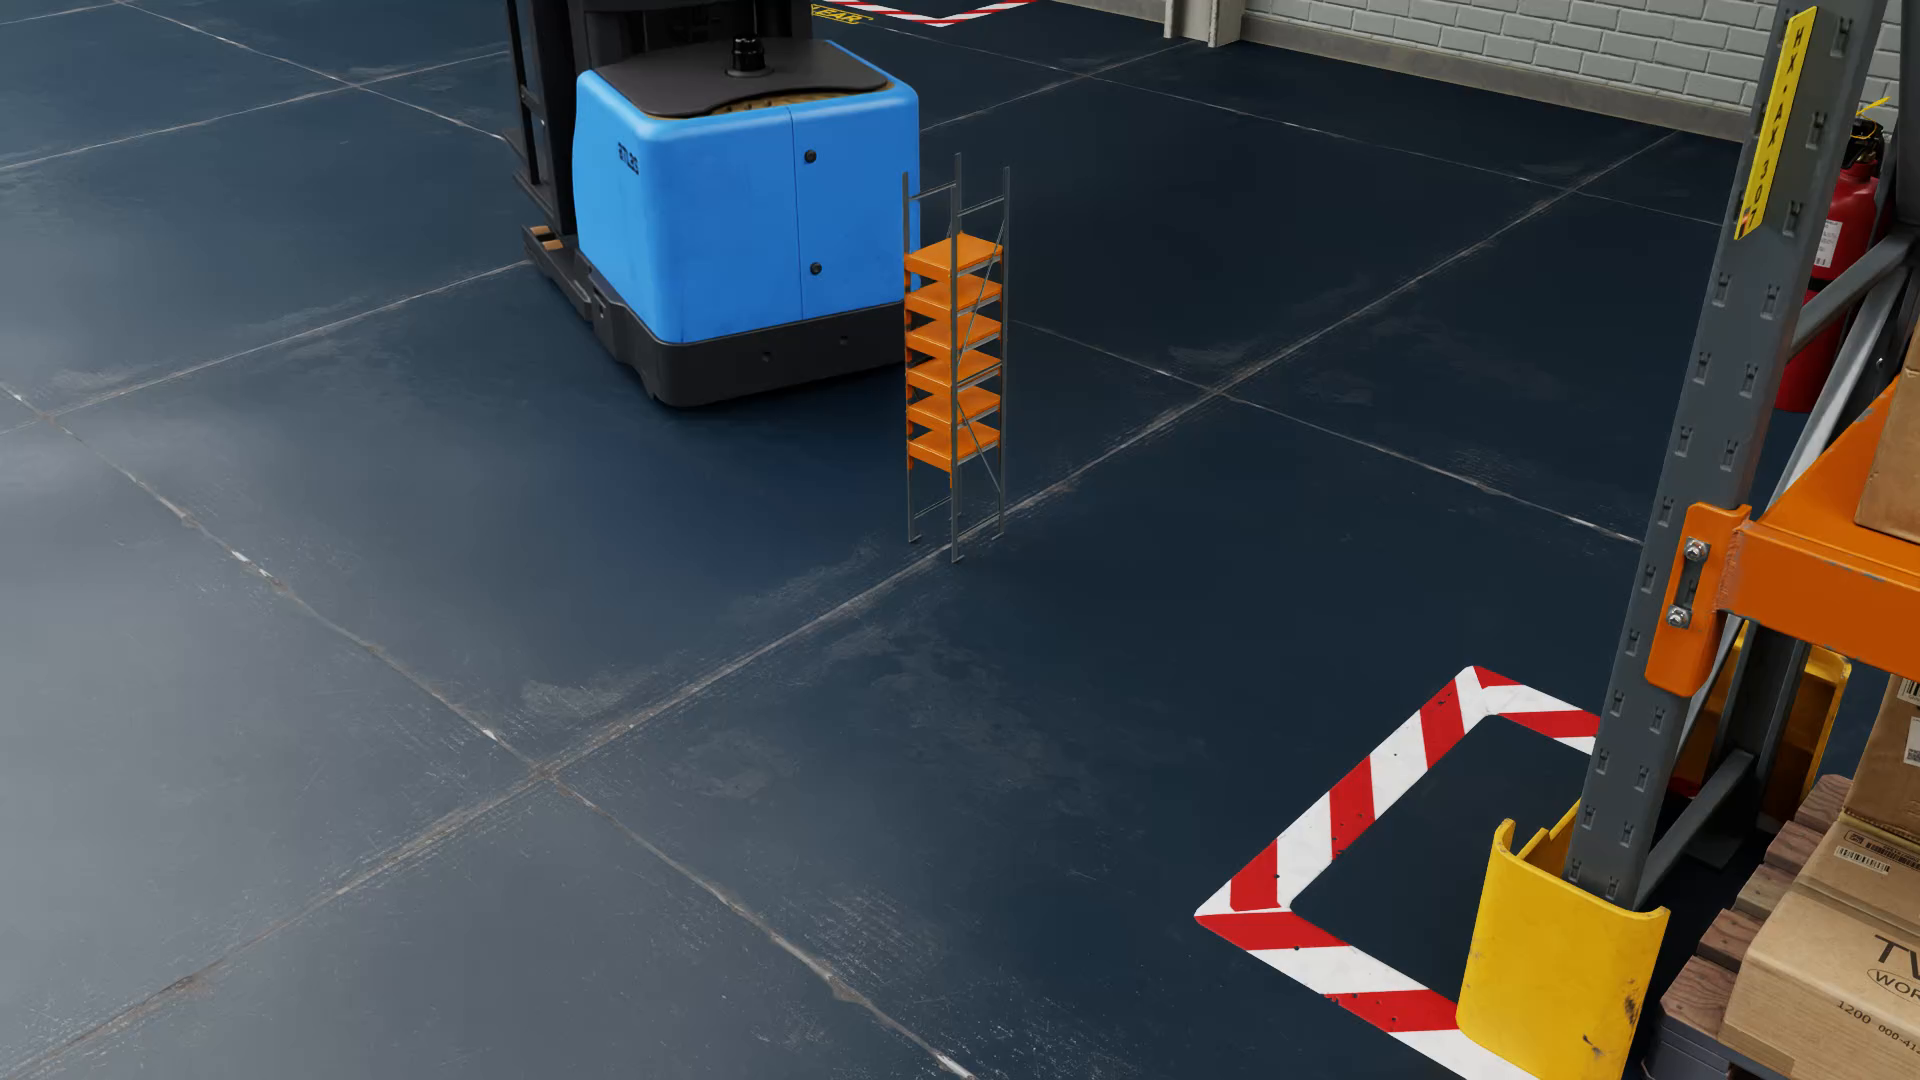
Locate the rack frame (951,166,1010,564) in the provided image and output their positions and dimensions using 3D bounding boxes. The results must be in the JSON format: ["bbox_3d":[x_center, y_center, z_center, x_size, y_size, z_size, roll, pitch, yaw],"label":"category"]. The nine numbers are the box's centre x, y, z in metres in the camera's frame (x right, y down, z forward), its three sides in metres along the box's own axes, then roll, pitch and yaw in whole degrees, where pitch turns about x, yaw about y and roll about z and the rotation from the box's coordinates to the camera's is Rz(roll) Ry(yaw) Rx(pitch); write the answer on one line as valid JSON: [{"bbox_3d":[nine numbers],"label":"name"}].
[{"bbox_3d":[0.057,-0.487,4.896,0.006,1.200,0.240,25,39,35],"label":"rack frame"}]

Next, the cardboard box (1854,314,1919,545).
[{"bbox_3d":[1.905,-0.287,2.721,0.500,0.500,0.700,25,39,35],"label":"cardboard box"}]

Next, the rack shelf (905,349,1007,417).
[{"bbox_3d":[-0.011,-0.481,4.972,0.180,0.103,0.258,25,39,35],"label":"rack shelf"}]

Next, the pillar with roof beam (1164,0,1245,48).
[{"bbox_3d":[-1.349,-5.395,5.486,0.400,9.000,9.100,25,39,35],"label":"pillar with roof beam"}]

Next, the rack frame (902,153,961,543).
[{"bbox_3d":[-0.079,-0.551,5.001,0.006,1.200,0.240,25,39,35],"label":"rack frame"}]

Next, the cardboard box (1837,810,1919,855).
[{"bbox_3d":[2.163,0.661,3.503,0.500,0.250,0.500,25,39,35],"label":"cardboard box"}]

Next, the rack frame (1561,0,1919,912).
[{"bbox_3d":[1.567,-0.410,3.023,0.127,3.000,1.000,25,39,35],"label":"rack frame"}]

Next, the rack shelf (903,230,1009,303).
[{"bbox_3d":[-0.011,-0.789,4.786,0.180,0.103,0.258,25,39,35],"label":"rack shelf"}]

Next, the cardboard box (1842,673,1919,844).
[{"bbox_3d":[2.165,0.338,3.311,0.500,0.500,0.500,25,39,35],"label":"cardboard box"}]

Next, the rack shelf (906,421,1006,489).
[{"bbox_3d":[-0.011,-0.275,5.096,0.180,0.103,0.258,25,39,35],"label":"rack shelf"}]

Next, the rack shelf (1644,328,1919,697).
[{"bbox_3d":[3.050,0.590,2.059,4.000,0.370,1.077,25,39,35],"label":"rack shelf"}]

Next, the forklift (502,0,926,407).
[{"bbox_3d":[-1.250,-2.464,6.501,1.130,2.935,3.031,-15,34,-23],"label":"forklift"}]

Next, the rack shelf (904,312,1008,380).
[{"bbox_3d":[-0.011,-0.584,4.910,0.180,0.103,0.258,25,39,35],"label":"rack shelf"}]

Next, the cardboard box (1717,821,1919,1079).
[{"bbox_3d":[1.816,0.859,3.174,0.500,0.250,0.500,25,39,35],"label":"cardboard box"}]

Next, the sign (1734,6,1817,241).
[{"bbox_3d":[1.191,-0.605,2.430,0.005,0.325,0.100,25,39,35],"label":"sign"}]

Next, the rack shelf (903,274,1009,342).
[{"bbox_3d":[-0.011,-0.687,4.848,0.180,0.103,0.258,25,39,35],"label":"rack shelf"}]

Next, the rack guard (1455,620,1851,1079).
[{"bbox_3d":[1.550,0.652,3.682,0.348,0.500,1.175,25,39,35],"label":"rack guard"}]

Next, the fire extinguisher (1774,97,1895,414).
[{"bbox_3d":[1.792,-0.596,3.406,0.183,0.674,0.296,25,39,35],"label":"fire extinguisher"}]

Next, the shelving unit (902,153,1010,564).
[{"bbox_3d":[-0.011,-0.519,4.949,0.189,1.200,0.258,25,39,35],"label":"shelving unit"}]

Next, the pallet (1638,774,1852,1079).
[{"bbox_3d":[2.163,1.033,3.329,1.213,0.211,1.003,25,39,35],"label":"pallet"}]

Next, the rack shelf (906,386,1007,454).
[{"bbox_3d":[-0.011,-0.378,5.034,0.180,0.103,0.258,25,39,35],"label":"rack shelf"}]
